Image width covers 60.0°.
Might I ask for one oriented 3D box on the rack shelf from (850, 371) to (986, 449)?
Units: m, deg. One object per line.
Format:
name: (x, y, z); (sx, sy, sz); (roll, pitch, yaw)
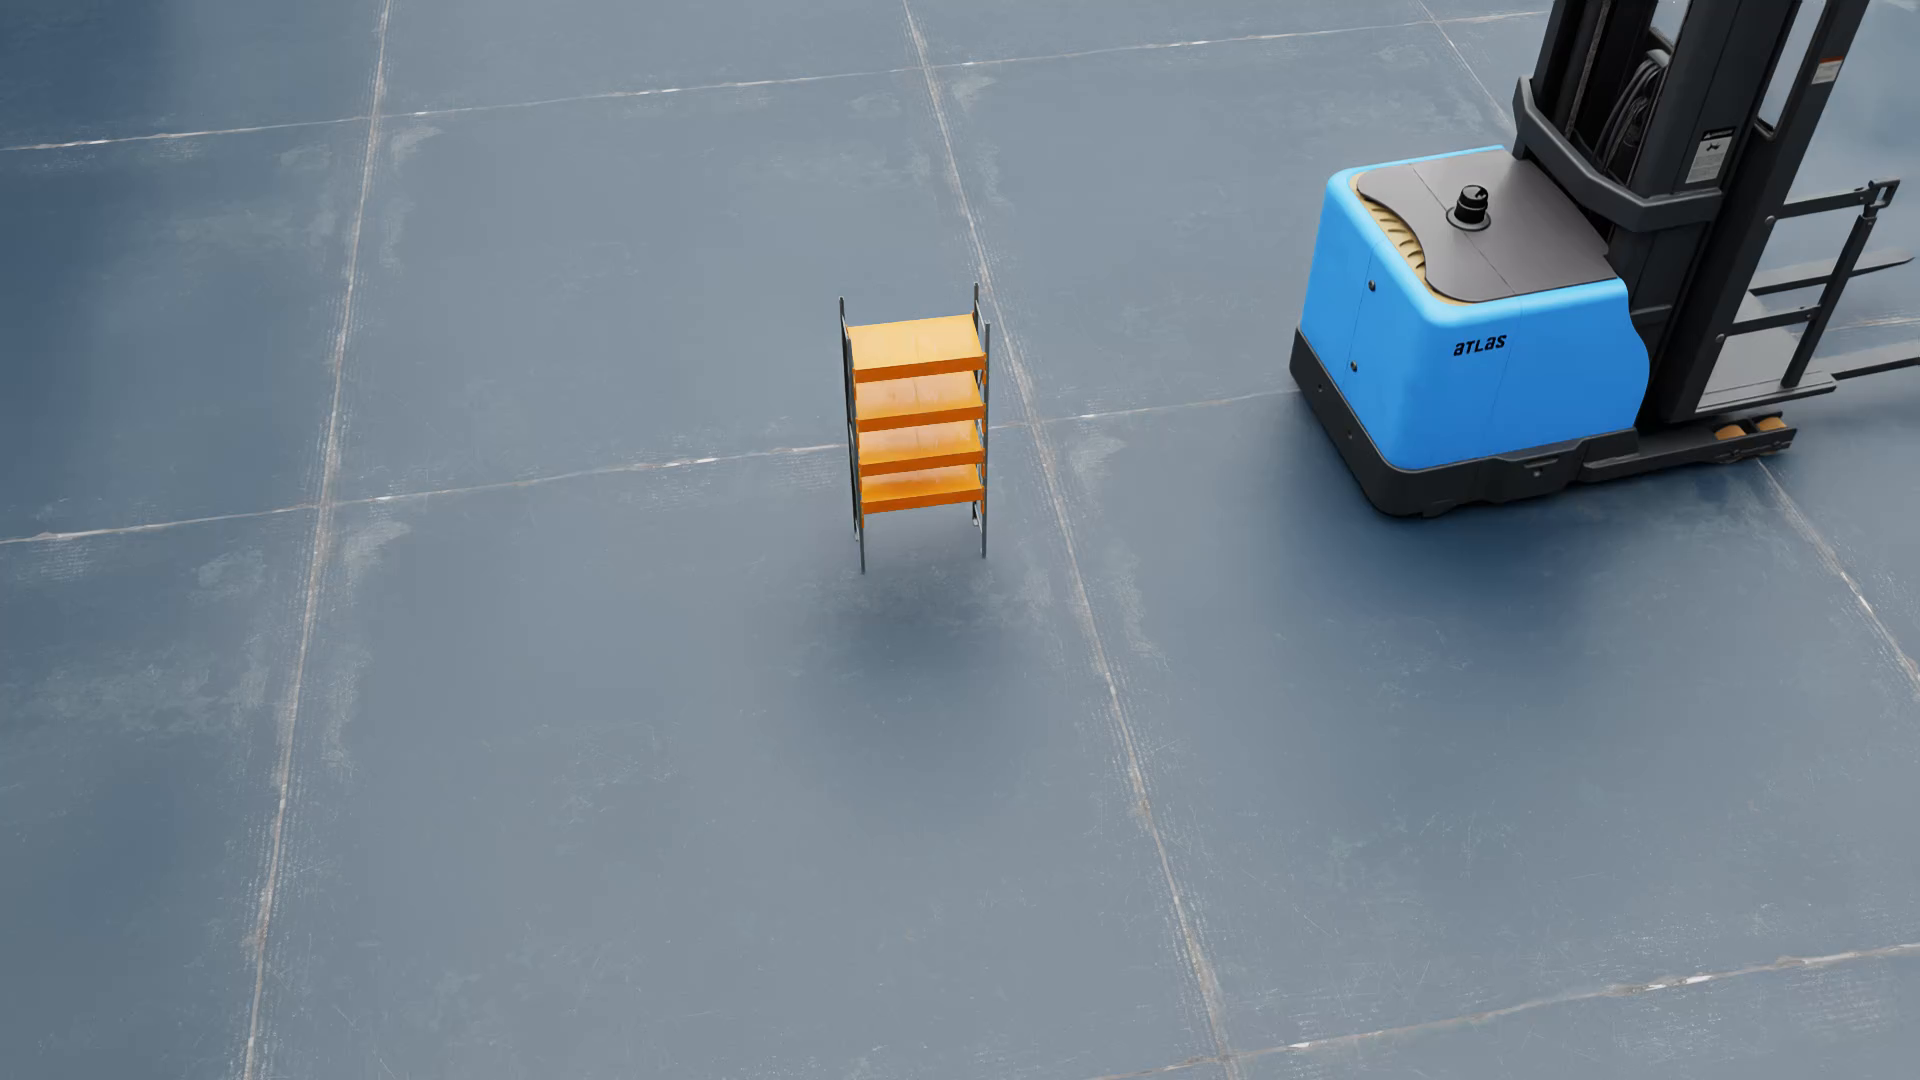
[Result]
rack shelf: (-0.163, -0.504, 6.186); (0.480, 0.148, 0.258); (-7, 46, -7)

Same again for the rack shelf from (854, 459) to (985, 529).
rack shelf: (-0.163, -0.212, 6.490); (0.480, 0.148, 0.258); (-7, 46, -7)

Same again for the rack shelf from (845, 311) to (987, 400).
rack shelf: (-0.163, -0.669, 6.015); (0.480, 0.148, 0.258); (-7, 46, -7)

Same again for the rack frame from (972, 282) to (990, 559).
rack frame: (0.077, -0.426, 6.327); (0.015, 1.200, 0.240); (-7, 46, -7)

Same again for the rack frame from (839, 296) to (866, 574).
rack frame: (-0.404, -0.366, 6.269); (0.015, 1.200, 0.240); (-7, 46, -7)

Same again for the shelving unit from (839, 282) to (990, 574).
shelving unit: (-0.163, -0.396, 6.298); (0.503, 1.200, 0.258); (-7, 46, -7)

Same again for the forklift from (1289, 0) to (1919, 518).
forklift: (3.036, -1.698, 6.351); (3.031, 2.935, 1.130); (-11, 47, -10)

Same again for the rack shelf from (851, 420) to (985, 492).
rack shelf: (-0.163, -0.349, 6.347); (0.480, 0.148, 0.258); (-7, 46, -7)
